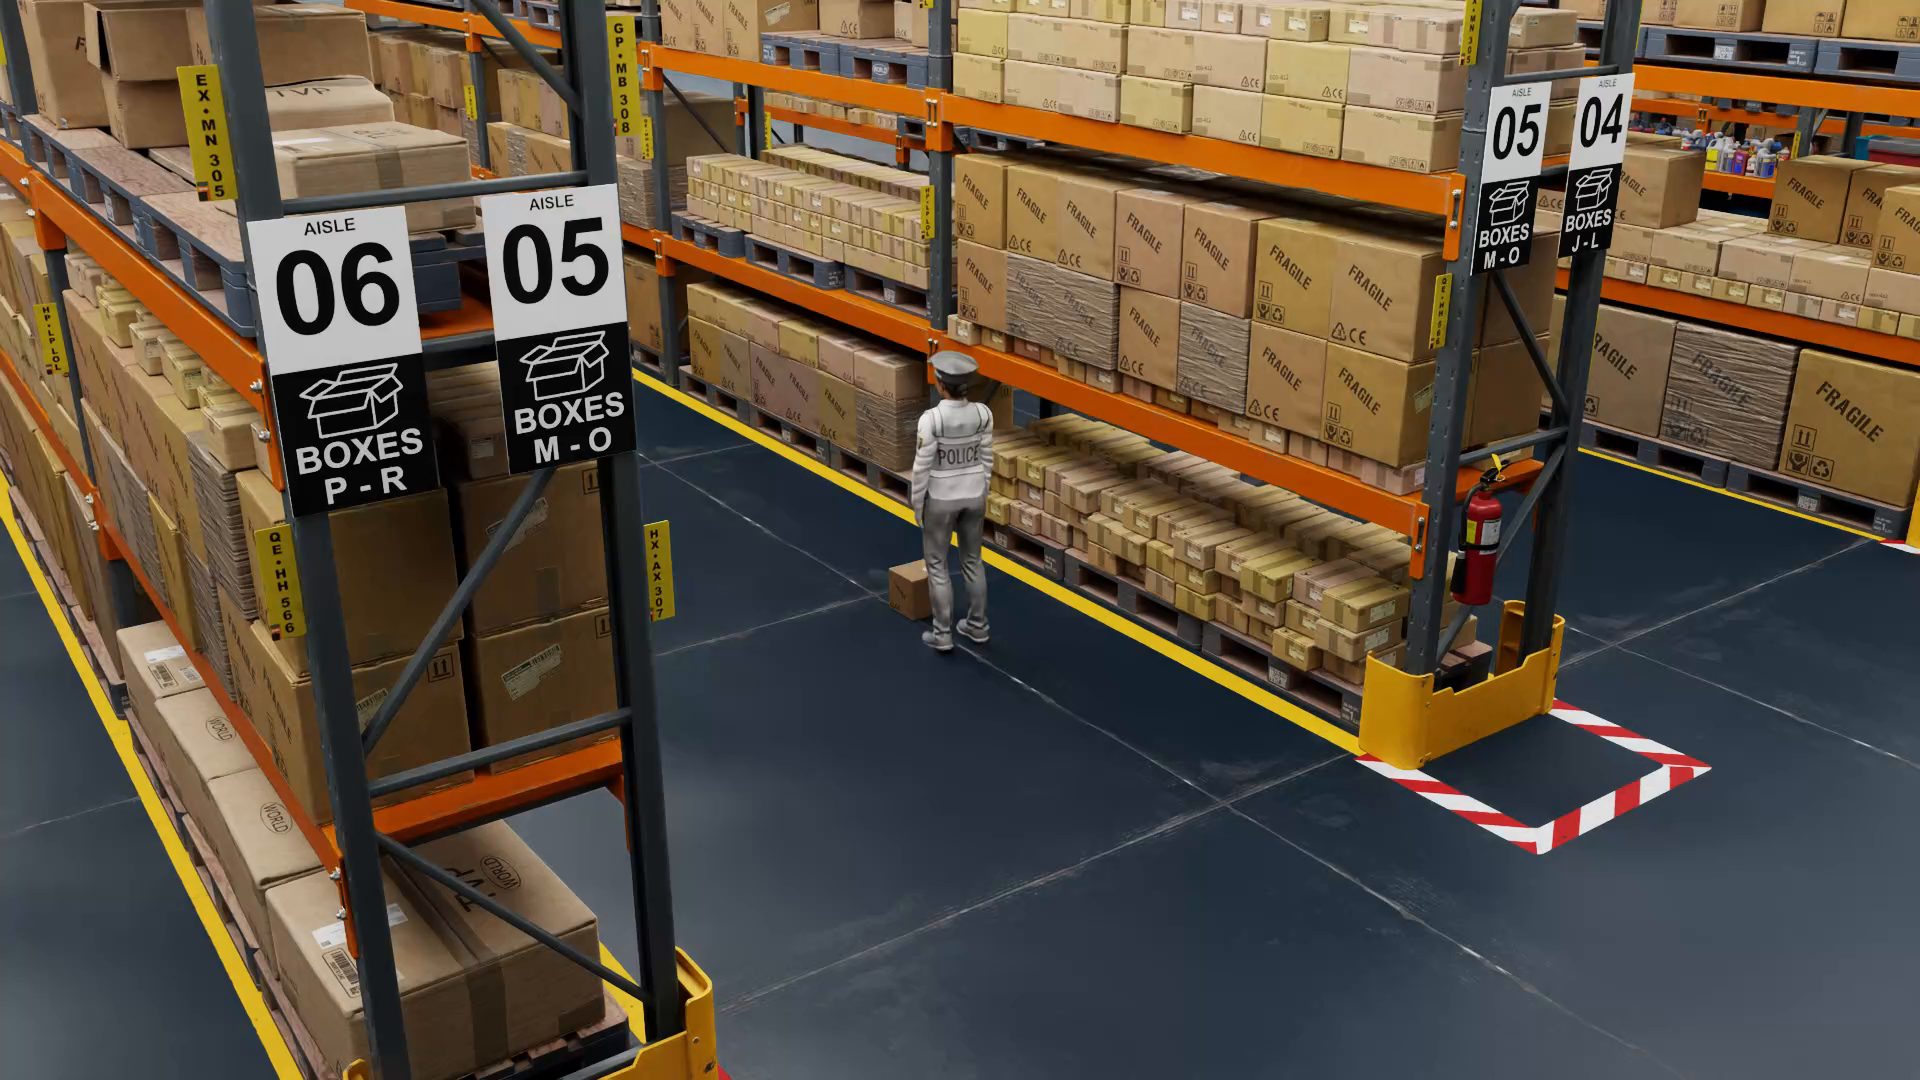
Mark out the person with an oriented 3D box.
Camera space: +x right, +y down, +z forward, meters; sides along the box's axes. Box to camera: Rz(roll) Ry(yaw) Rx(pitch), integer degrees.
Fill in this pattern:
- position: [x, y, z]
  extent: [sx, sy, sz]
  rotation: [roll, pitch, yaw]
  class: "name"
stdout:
- position: [-0.051, -0.203, 9.115]
  extent: [0.467, 1.688, 0.333]
  rotation: [-10, 23, -23]
  class: "person"
